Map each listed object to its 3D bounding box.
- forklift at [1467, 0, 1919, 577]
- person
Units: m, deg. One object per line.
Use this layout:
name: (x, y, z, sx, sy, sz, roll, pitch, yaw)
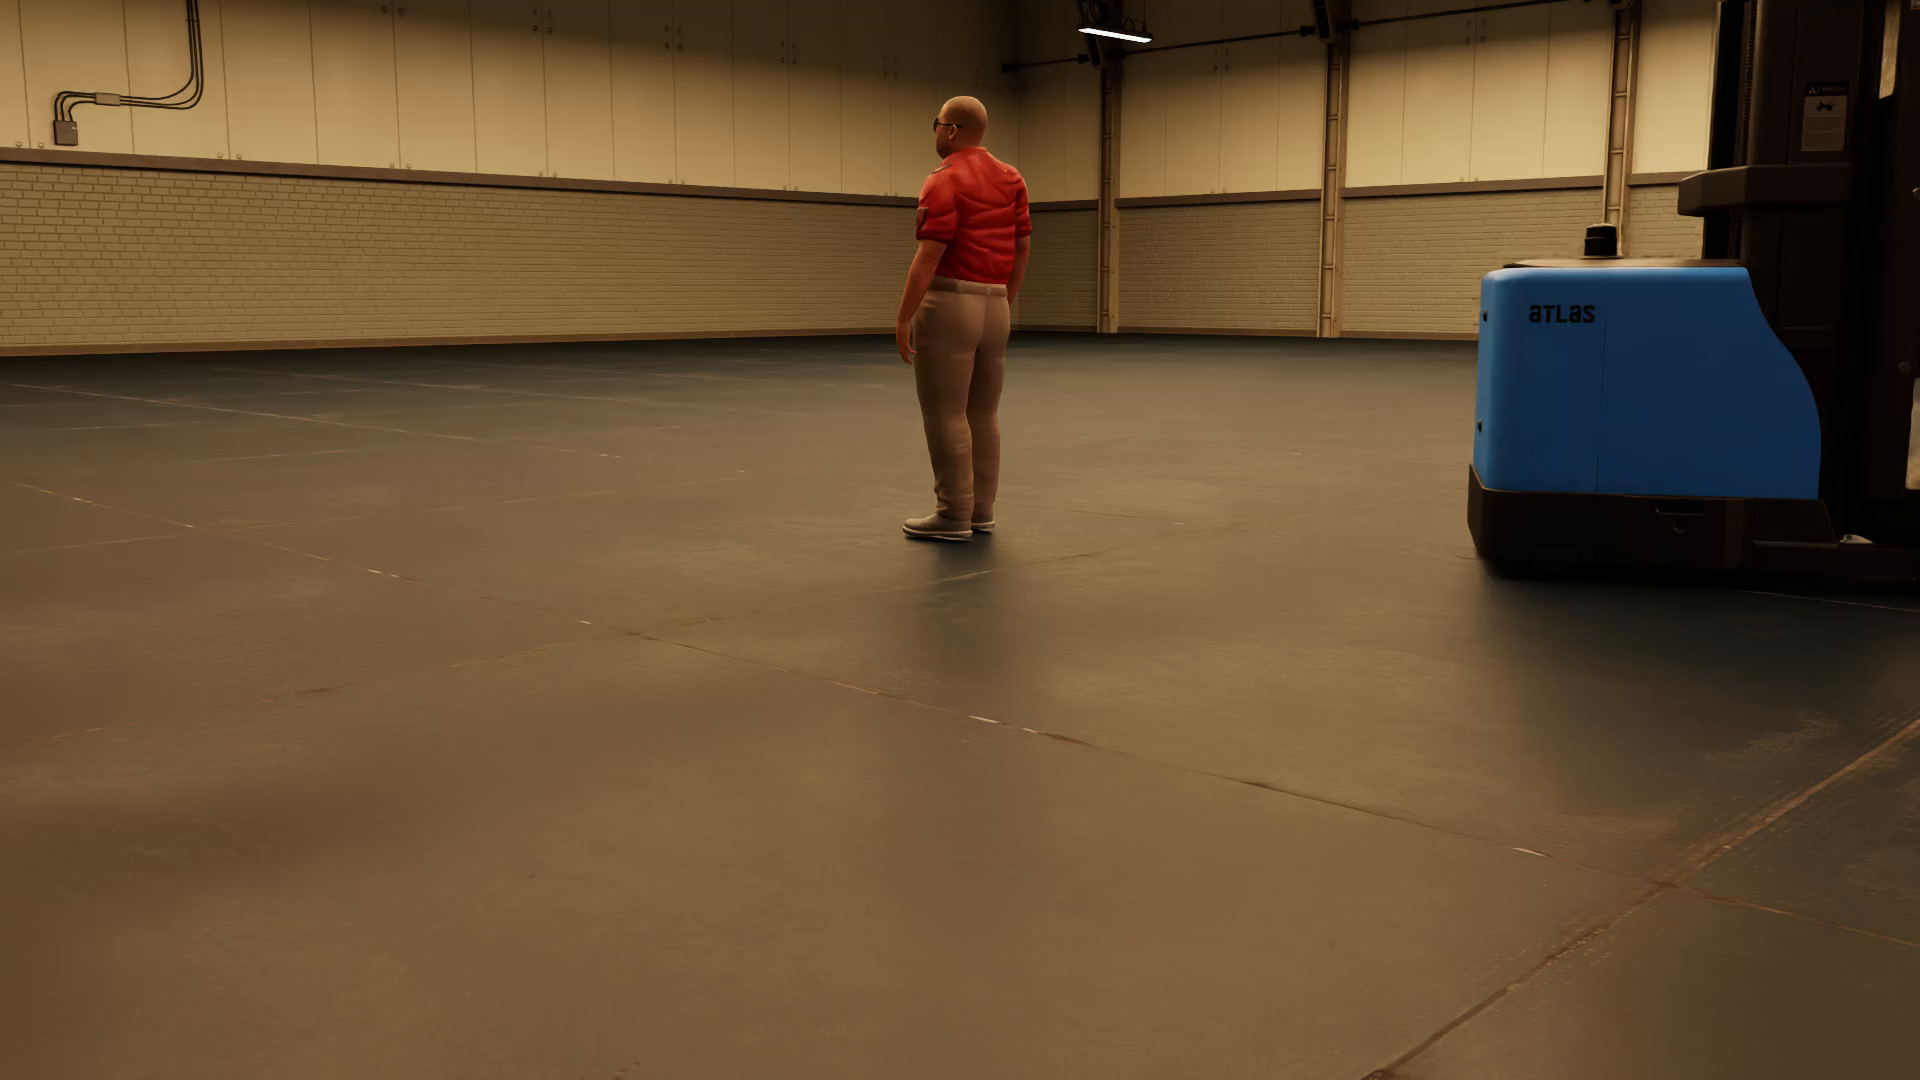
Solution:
forklift: (3.409, -1.332, 5.722, 3.031, 2.935, 1.130, 2, 9, 14)
person: (-0.056, -0.872, 6.658, 0.551, 1.727, 0.640, 8, 12, 43)
